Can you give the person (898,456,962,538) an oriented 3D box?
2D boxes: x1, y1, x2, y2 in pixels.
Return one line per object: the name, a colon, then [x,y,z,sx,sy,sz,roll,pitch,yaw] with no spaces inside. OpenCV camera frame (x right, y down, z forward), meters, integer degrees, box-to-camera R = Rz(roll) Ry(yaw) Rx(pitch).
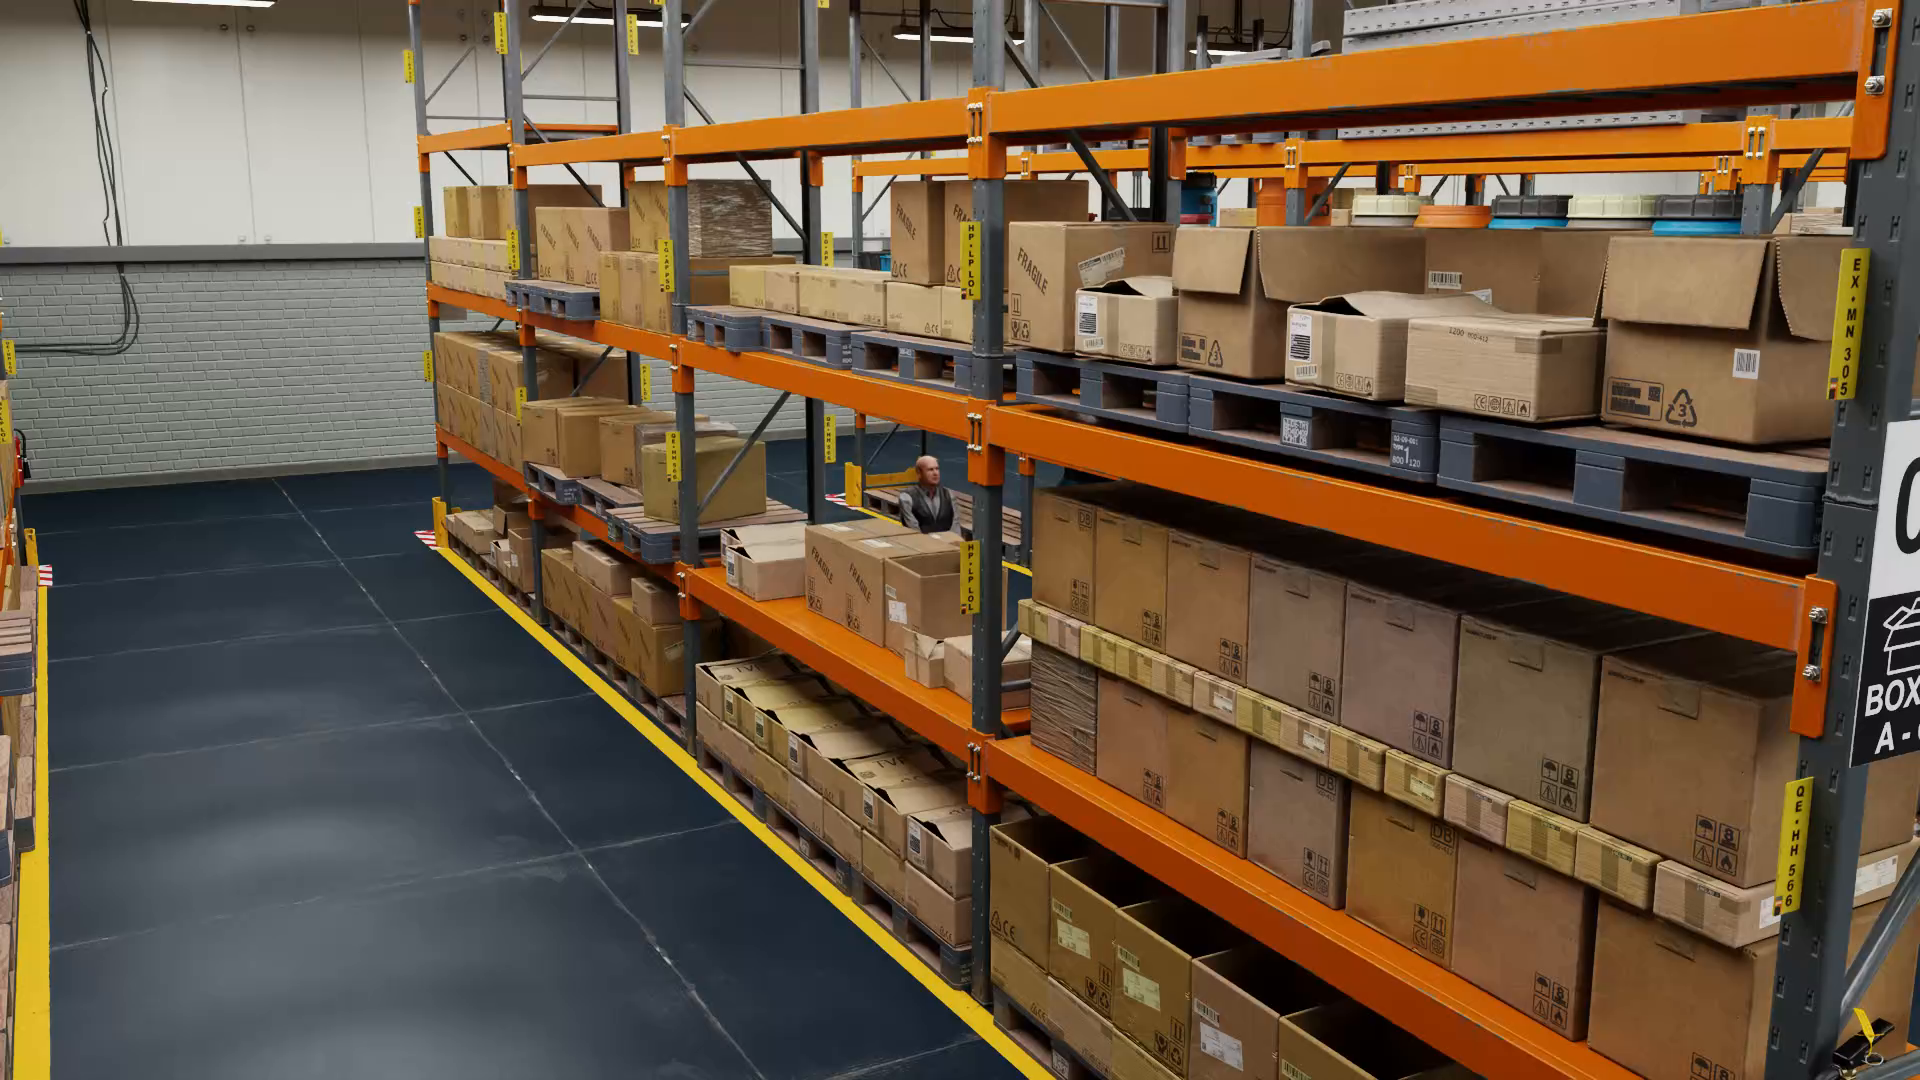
person: [-0.199,0.212,12.993,0.495,1.718,0.555,-6,13,-28]
